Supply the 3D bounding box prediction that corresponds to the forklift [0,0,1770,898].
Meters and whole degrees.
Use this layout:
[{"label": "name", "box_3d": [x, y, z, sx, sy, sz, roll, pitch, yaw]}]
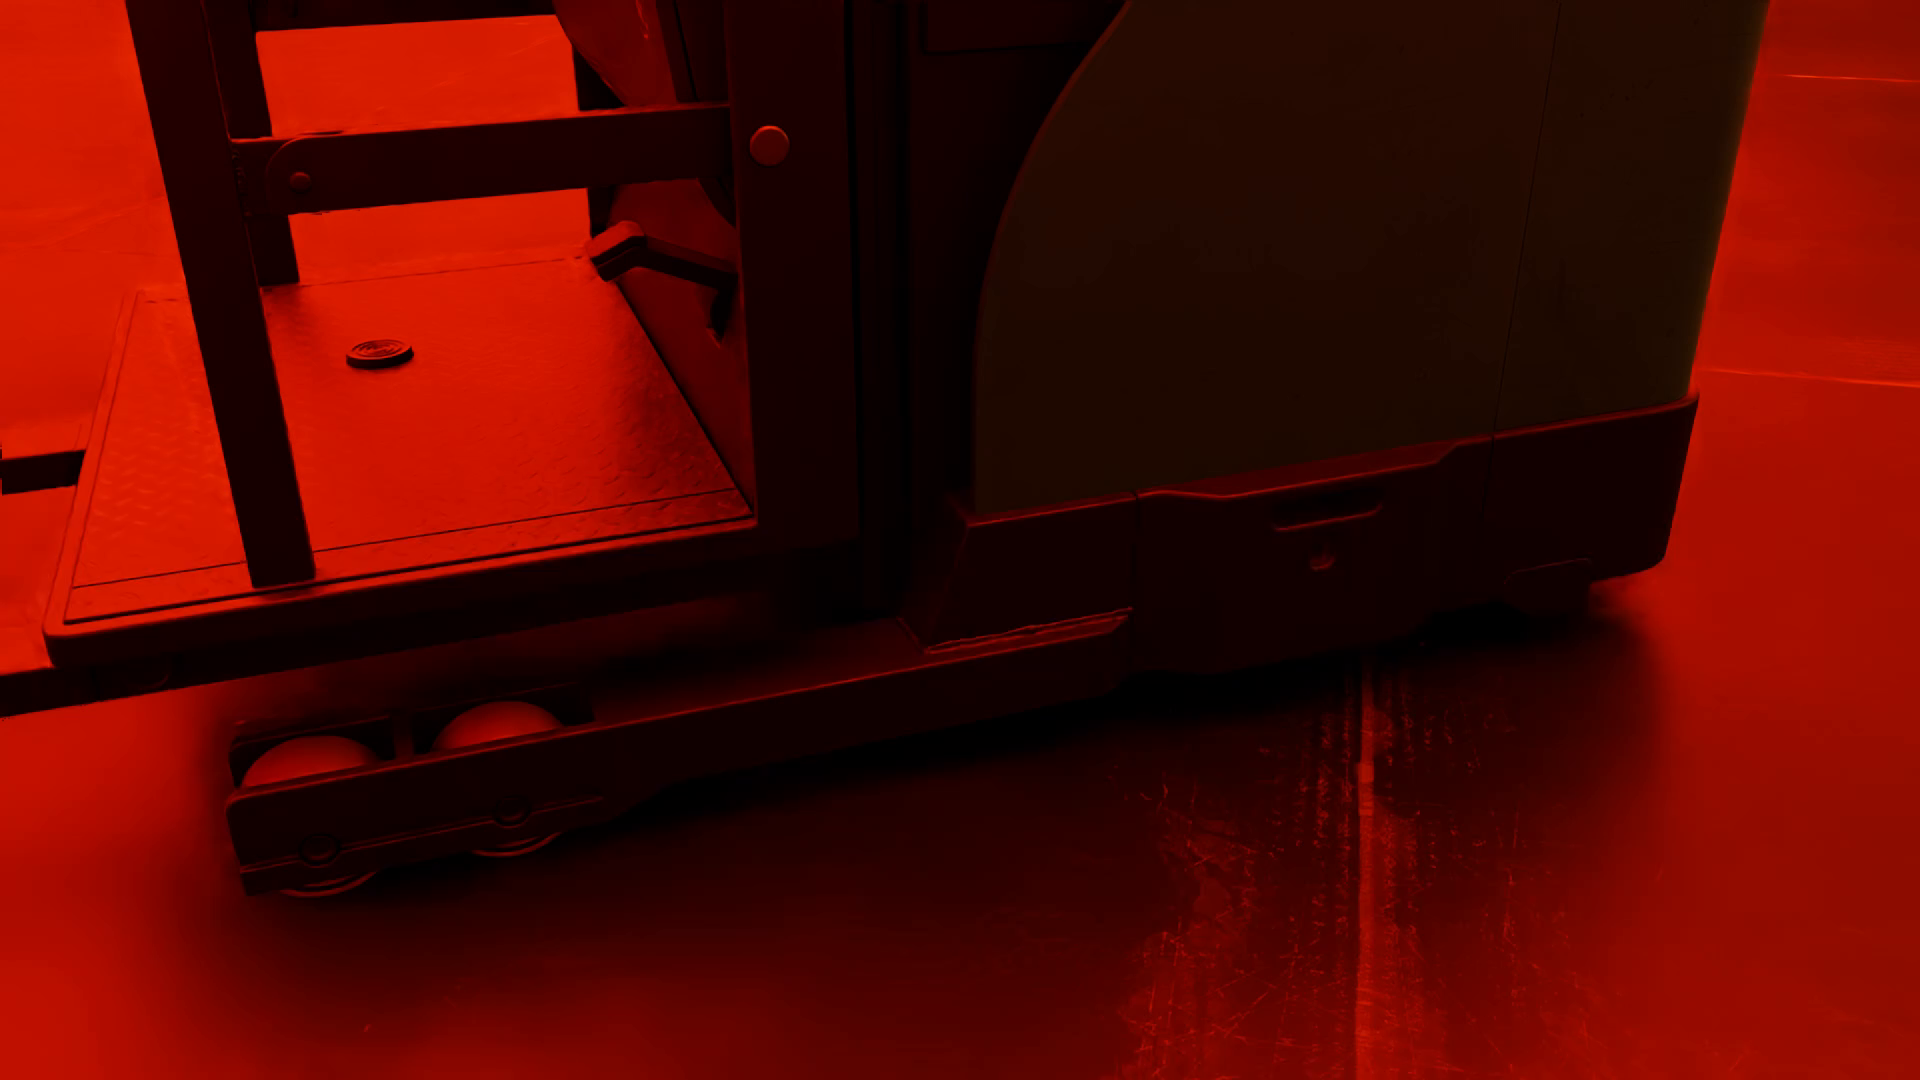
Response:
[{"label": "forklift", "box_3d": [-0.586, -1.201, 1.627, 3.031, 2.935, 1.130, -9, 28, -18]}]
